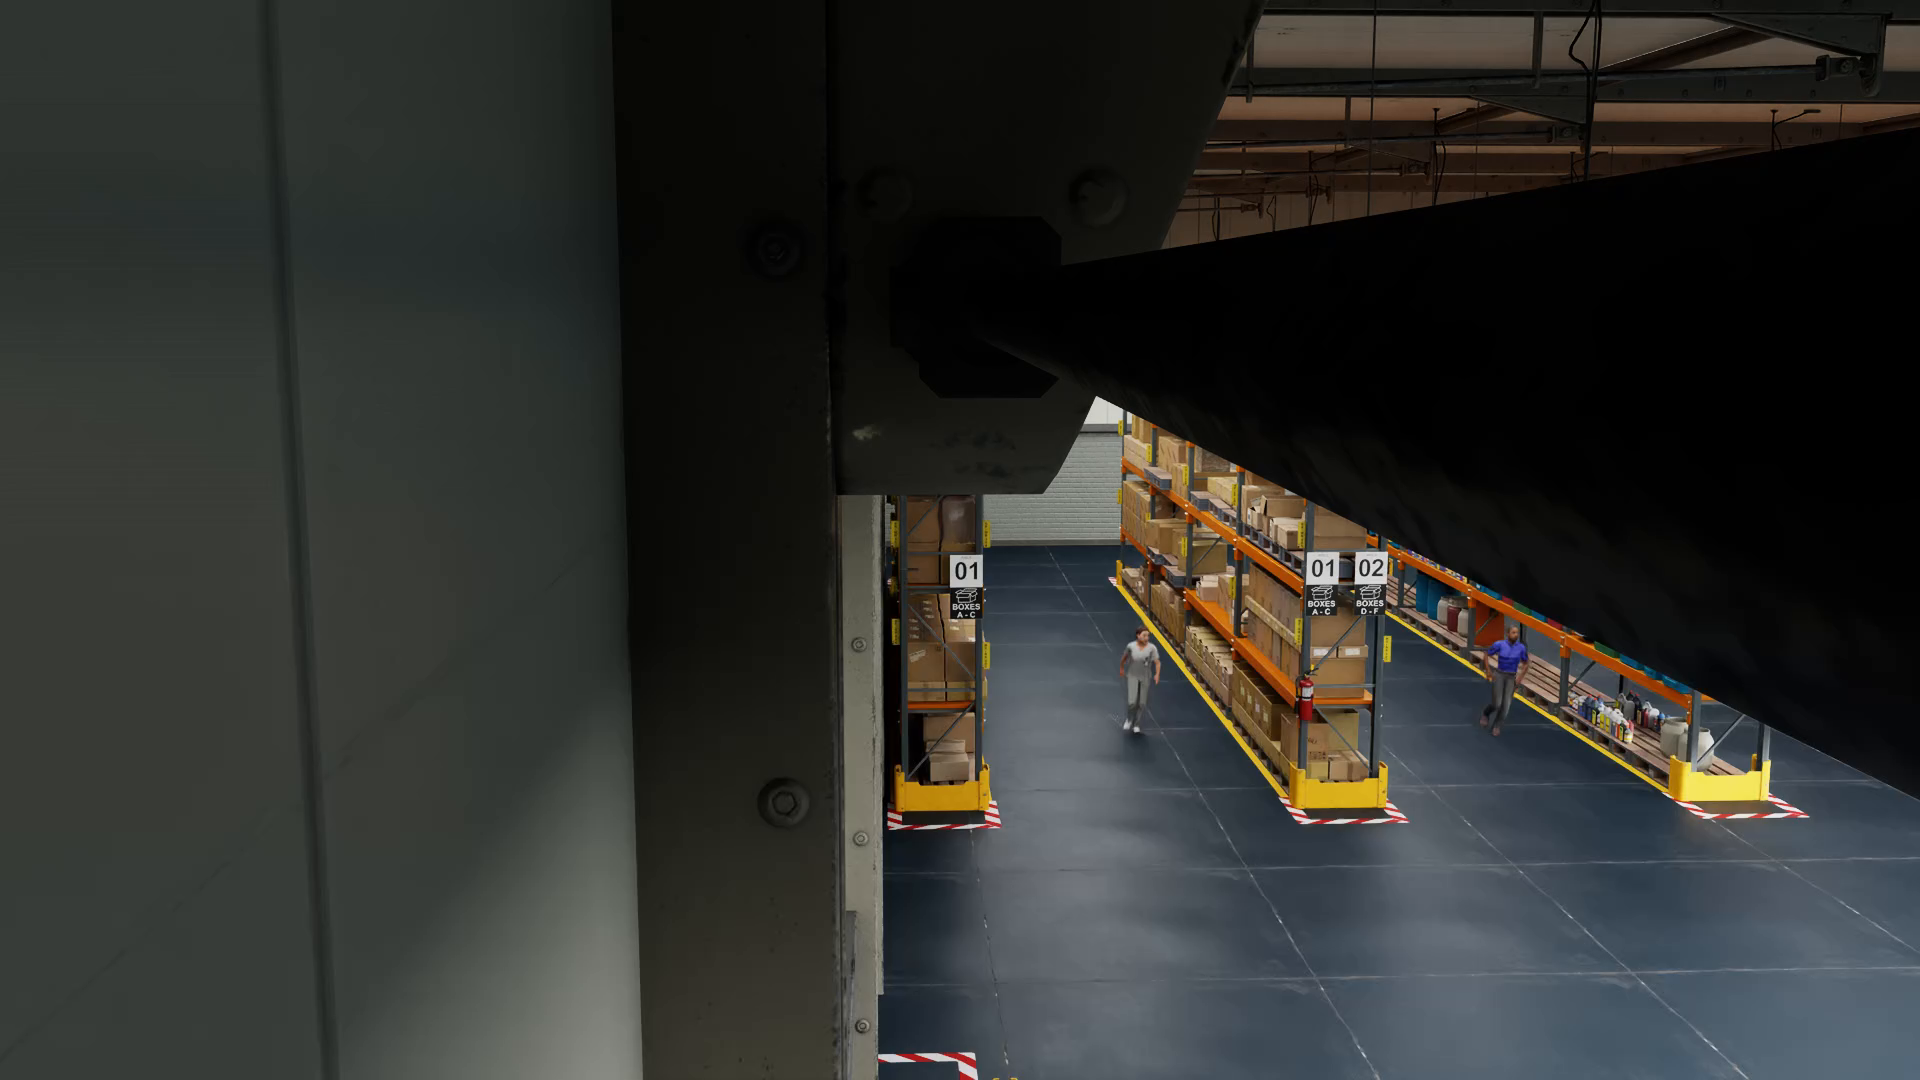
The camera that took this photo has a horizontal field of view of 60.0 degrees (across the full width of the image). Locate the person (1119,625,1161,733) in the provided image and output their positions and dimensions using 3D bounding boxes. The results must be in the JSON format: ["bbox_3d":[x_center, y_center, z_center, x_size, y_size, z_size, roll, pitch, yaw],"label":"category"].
[{"bbox_3d":[2.598,2.013,23.887,0.556,1.623,0.729,0,8,-1],"label":"person"}]

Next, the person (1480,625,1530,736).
[{"bbox_3d":[7.904,2.019,24.010,0.618,1.611,0.481,0,8,2],"label":"person"}]
